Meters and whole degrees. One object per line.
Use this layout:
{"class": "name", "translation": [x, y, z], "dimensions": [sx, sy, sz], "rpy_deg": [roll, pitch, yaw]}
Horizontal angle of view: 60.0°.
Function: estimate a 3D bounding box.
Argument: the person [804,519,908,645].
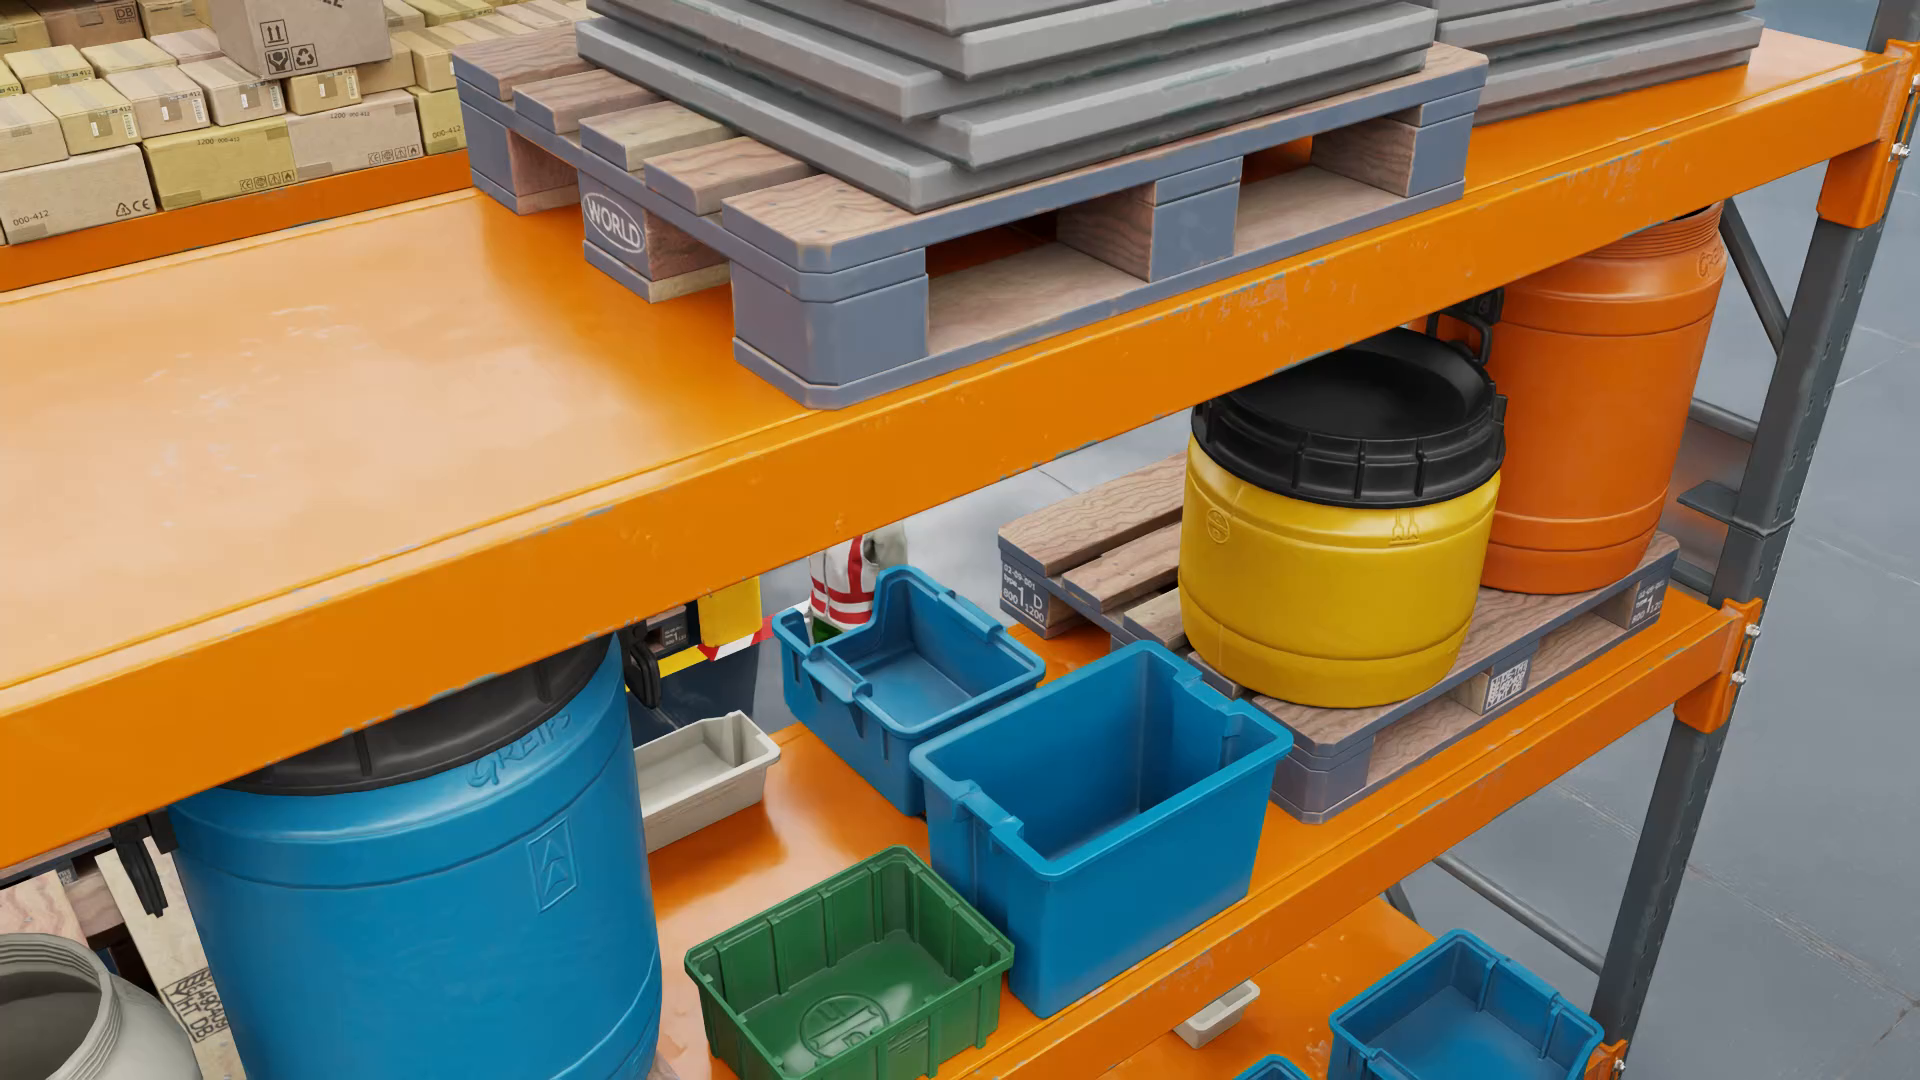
{"class": "person", "translation": [-0.502, 0.359, 7.198], "dimensions": [0.575, 1.796, 0.580], "rpy_deg": [27, 41, 36]}
